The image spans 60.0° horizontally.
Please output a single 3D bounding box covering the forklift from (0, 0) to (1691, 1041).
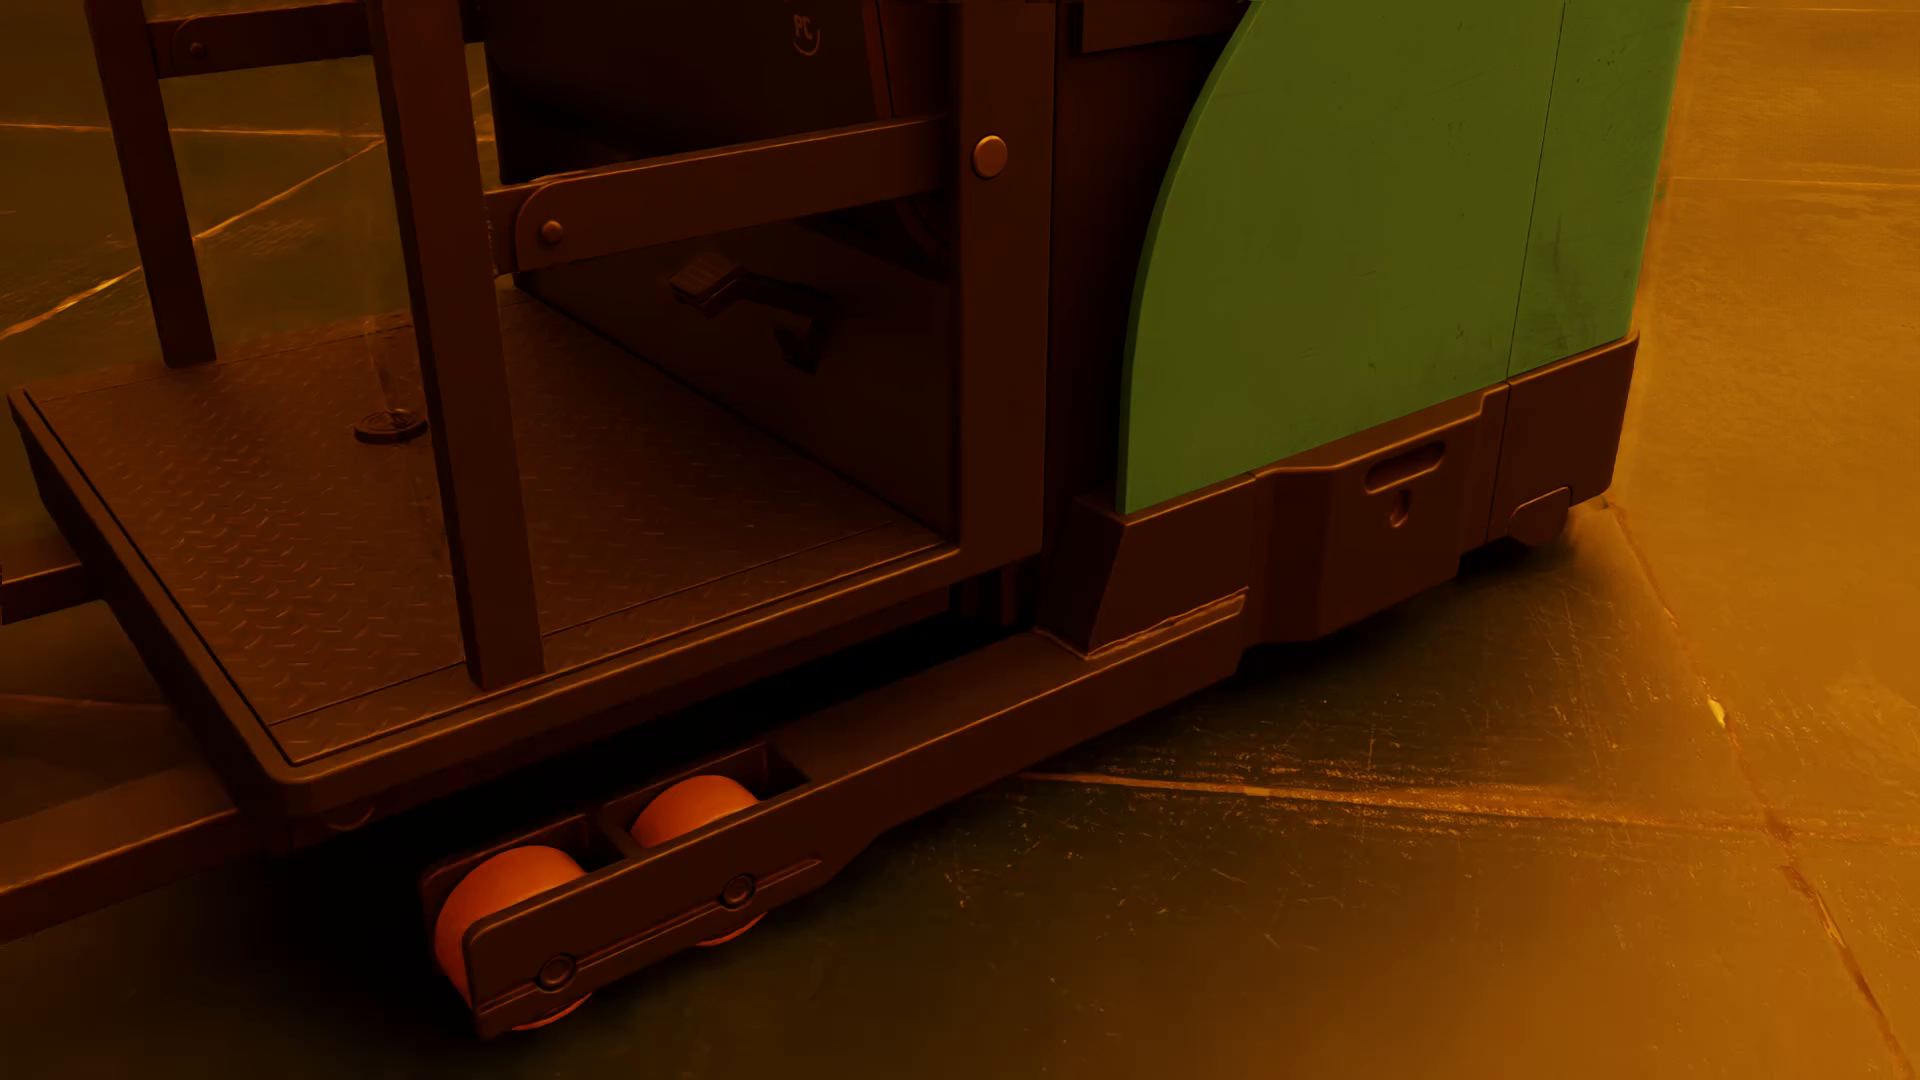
[{"bbox_3d":[-0.487,-1.118,1.457,3.031,2.935,1.130,-19,32,-33],"label":"forklift"}]
